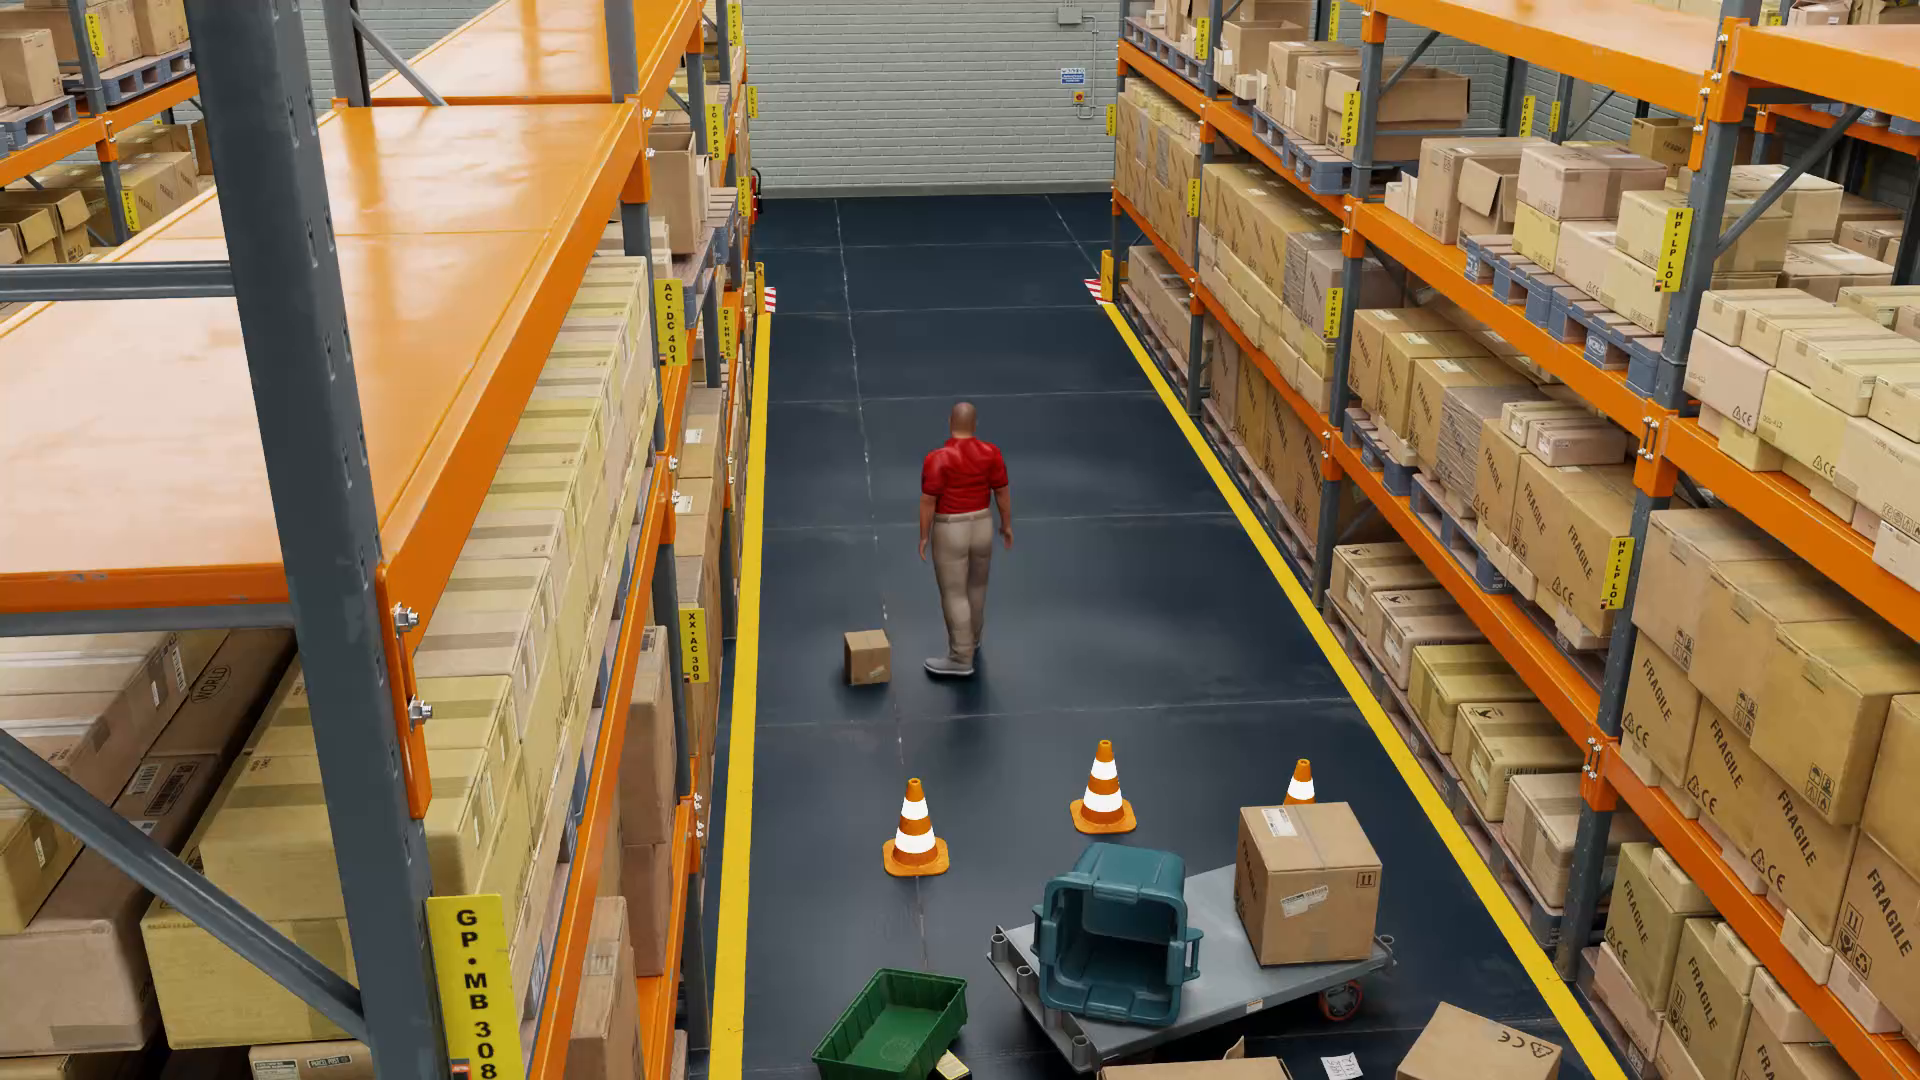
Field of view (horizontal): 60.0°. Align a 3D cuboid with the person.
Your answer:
[{"bbox_3d":[0.015,-0.048,10.438,0.648,1.717,0.633,-11,26,-24],"label":"person"}]
